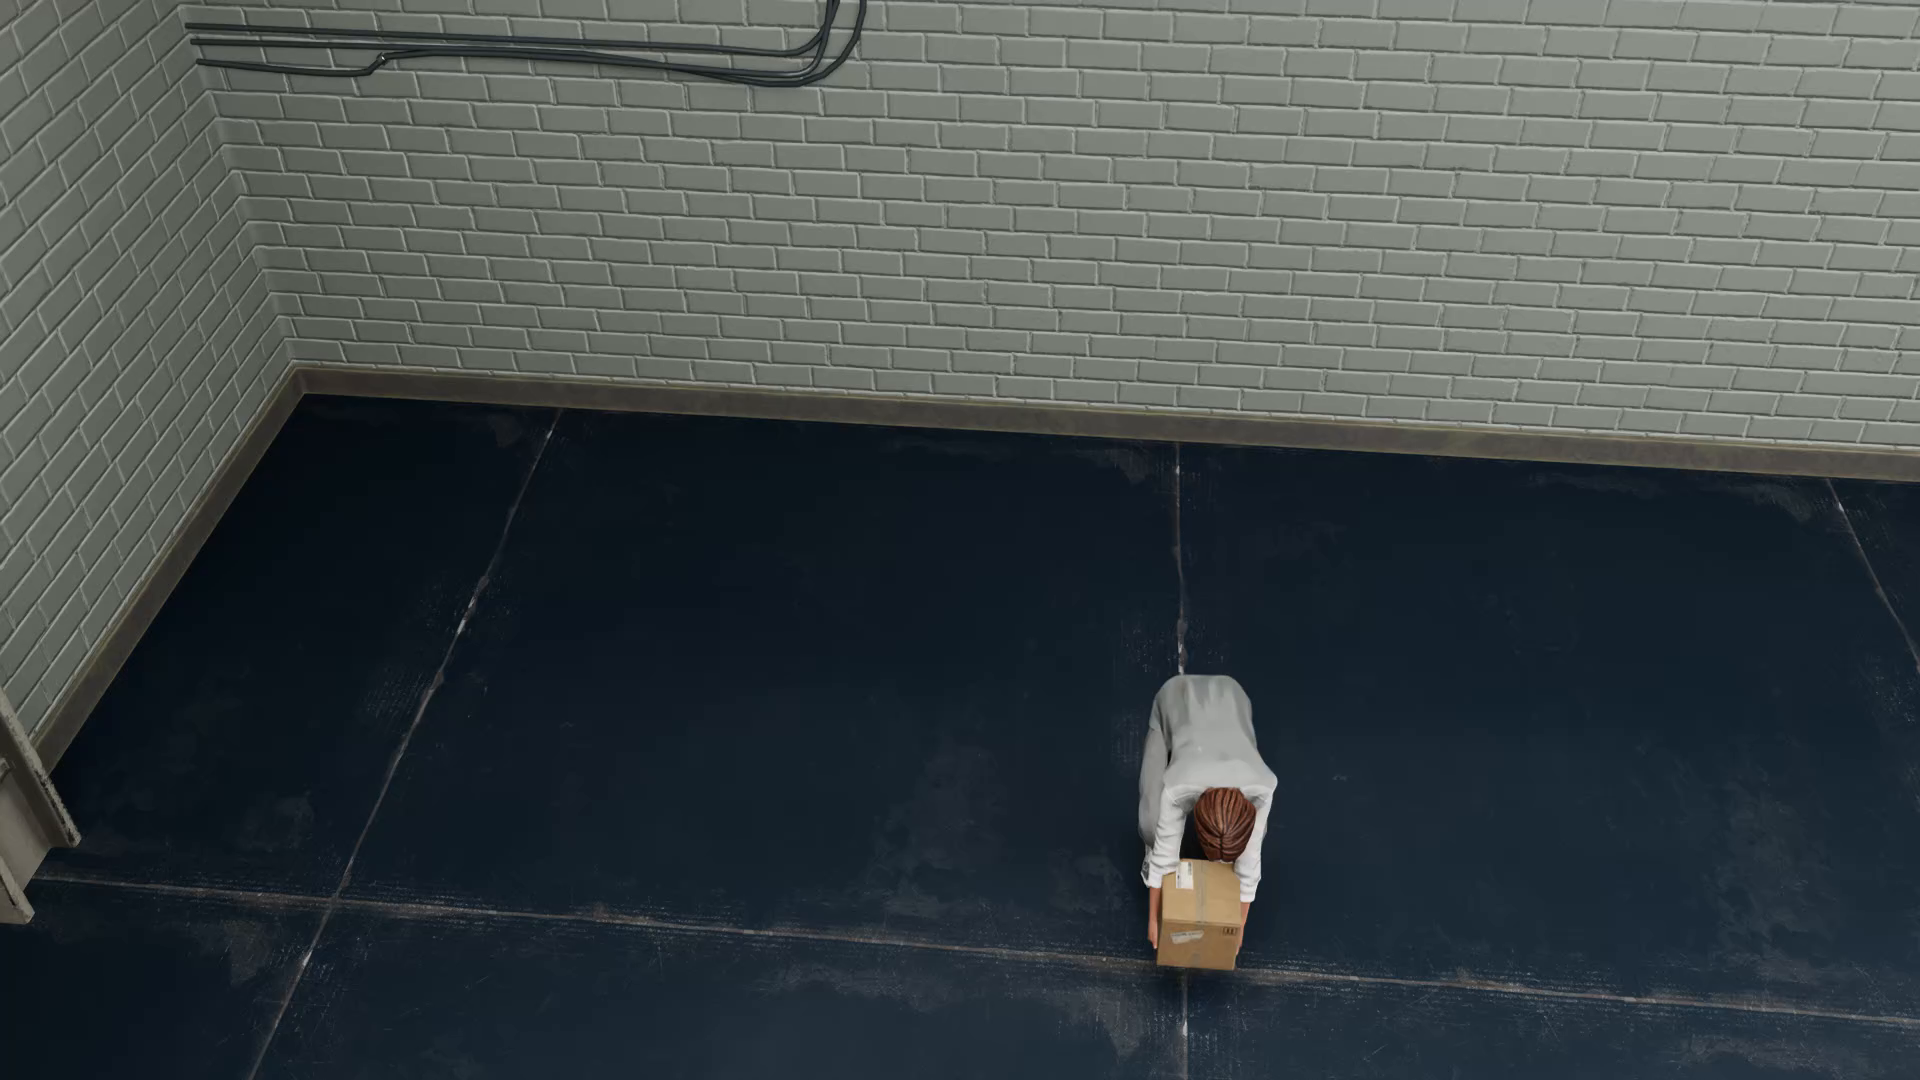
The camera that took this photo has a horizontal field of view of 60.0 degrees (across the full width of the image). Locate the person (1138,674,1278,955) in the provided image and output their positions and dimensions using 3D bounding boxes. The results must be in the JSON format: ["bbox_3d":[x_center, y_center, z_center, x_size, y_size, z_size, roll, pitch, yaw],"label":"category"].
[{"bbox_3d":[0.820,0.937,5.597,0.431,0.916,0.861,2,41,2],"label":"person"}]
